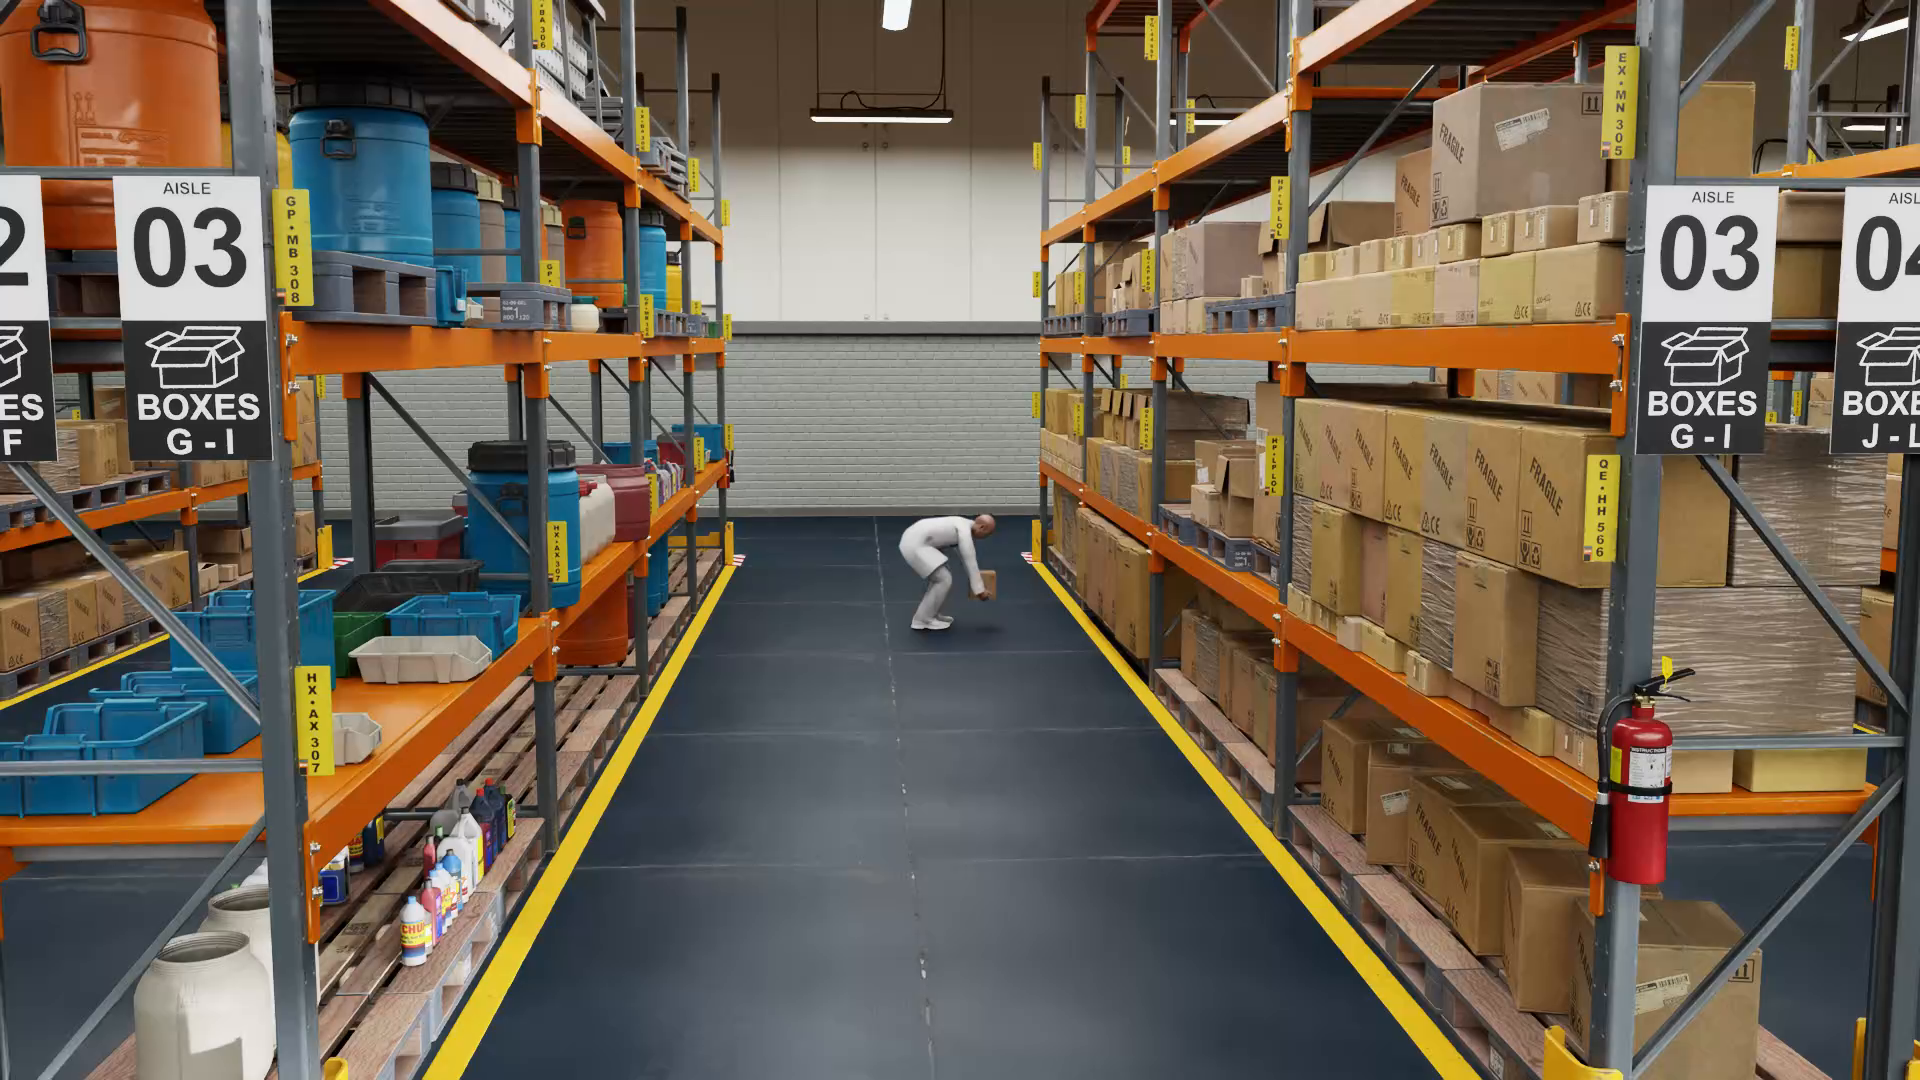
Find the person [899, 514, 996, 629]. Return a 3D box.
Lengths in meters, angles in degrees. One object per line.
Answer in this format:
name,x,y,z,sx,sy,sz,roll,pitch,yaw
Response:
person,-0.119,0.307,16.155,0.941,1.084,0.581,-1,7,-7
